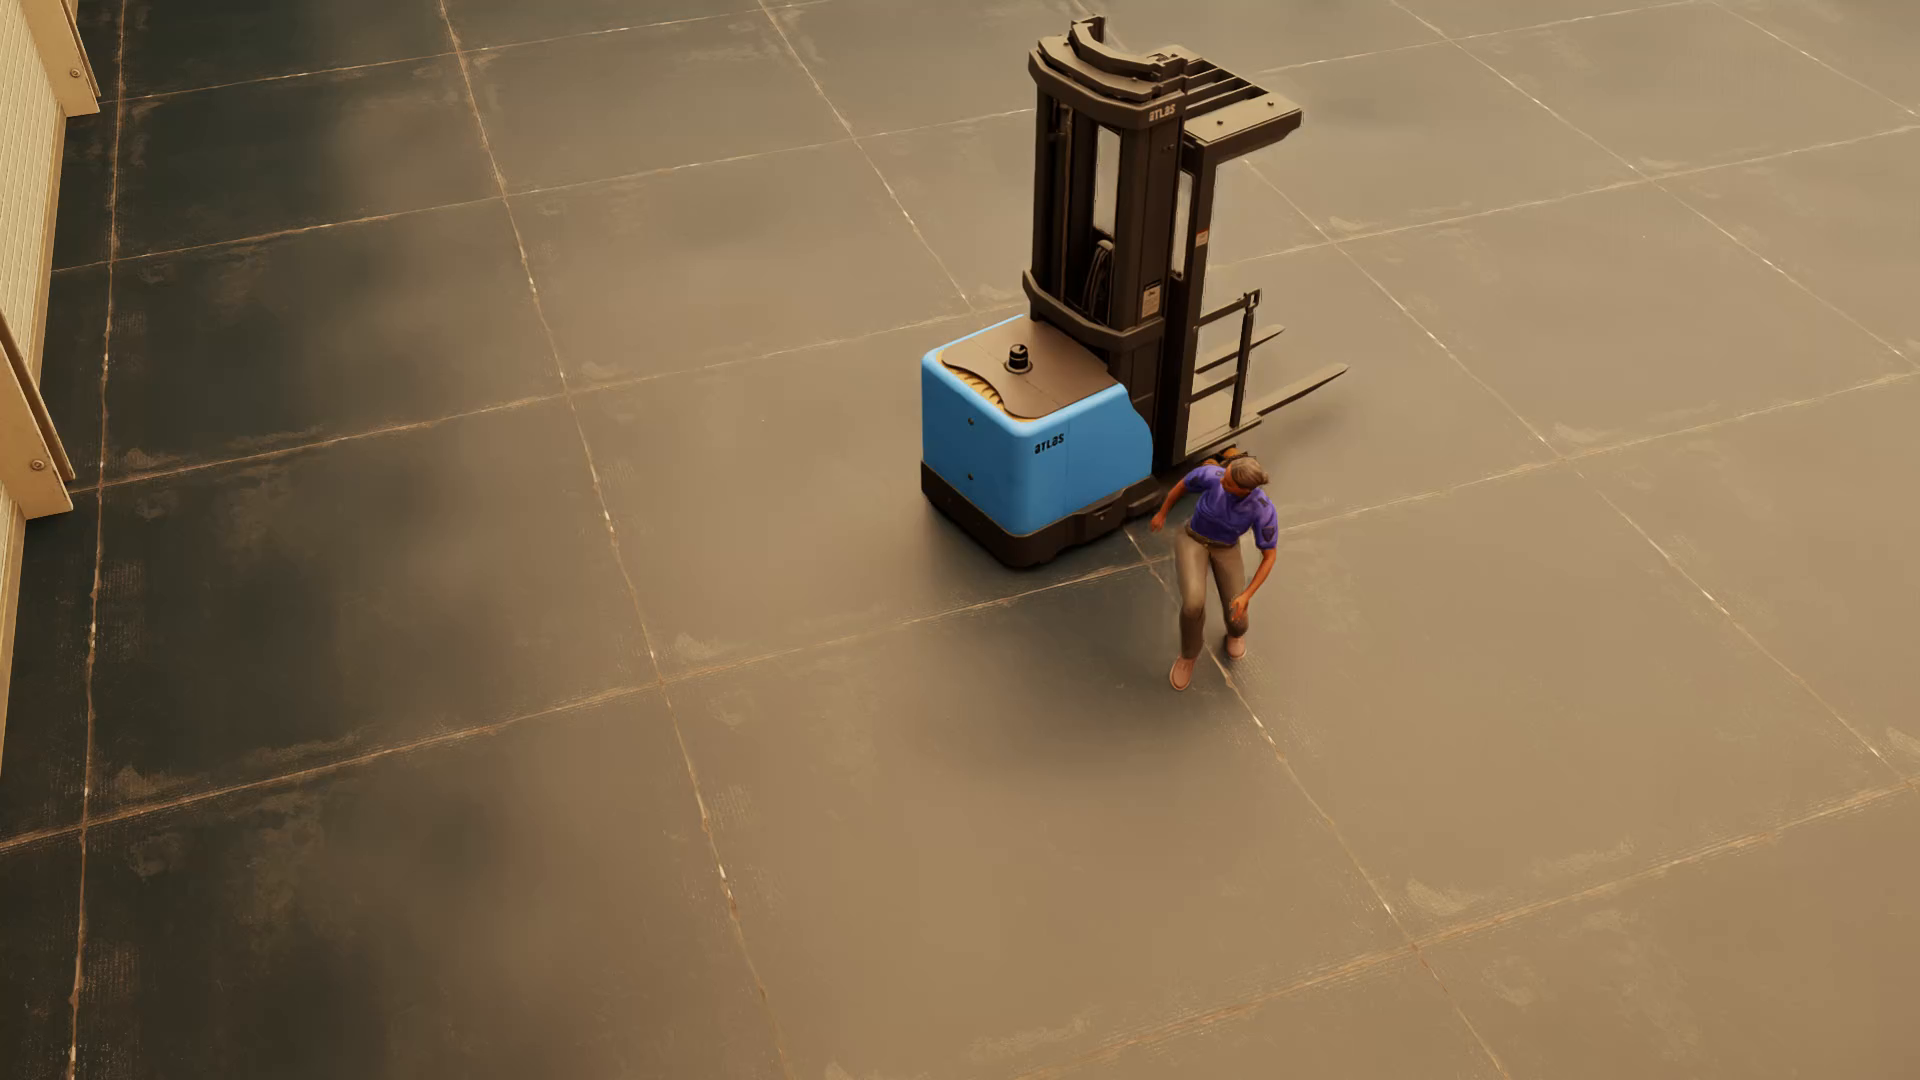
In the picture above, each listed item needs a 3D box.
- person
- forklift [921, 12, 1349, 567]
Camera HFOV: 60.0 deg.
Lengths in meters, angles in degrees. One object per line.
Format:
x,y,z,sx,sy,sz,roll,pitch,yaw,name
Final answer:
1.356,0.117,9.036,0.687,1.453,0.699,5,40,6,person
1.239,-1.726,10.052,3.031,2.935,1.130,-25,46,-27,forklift
